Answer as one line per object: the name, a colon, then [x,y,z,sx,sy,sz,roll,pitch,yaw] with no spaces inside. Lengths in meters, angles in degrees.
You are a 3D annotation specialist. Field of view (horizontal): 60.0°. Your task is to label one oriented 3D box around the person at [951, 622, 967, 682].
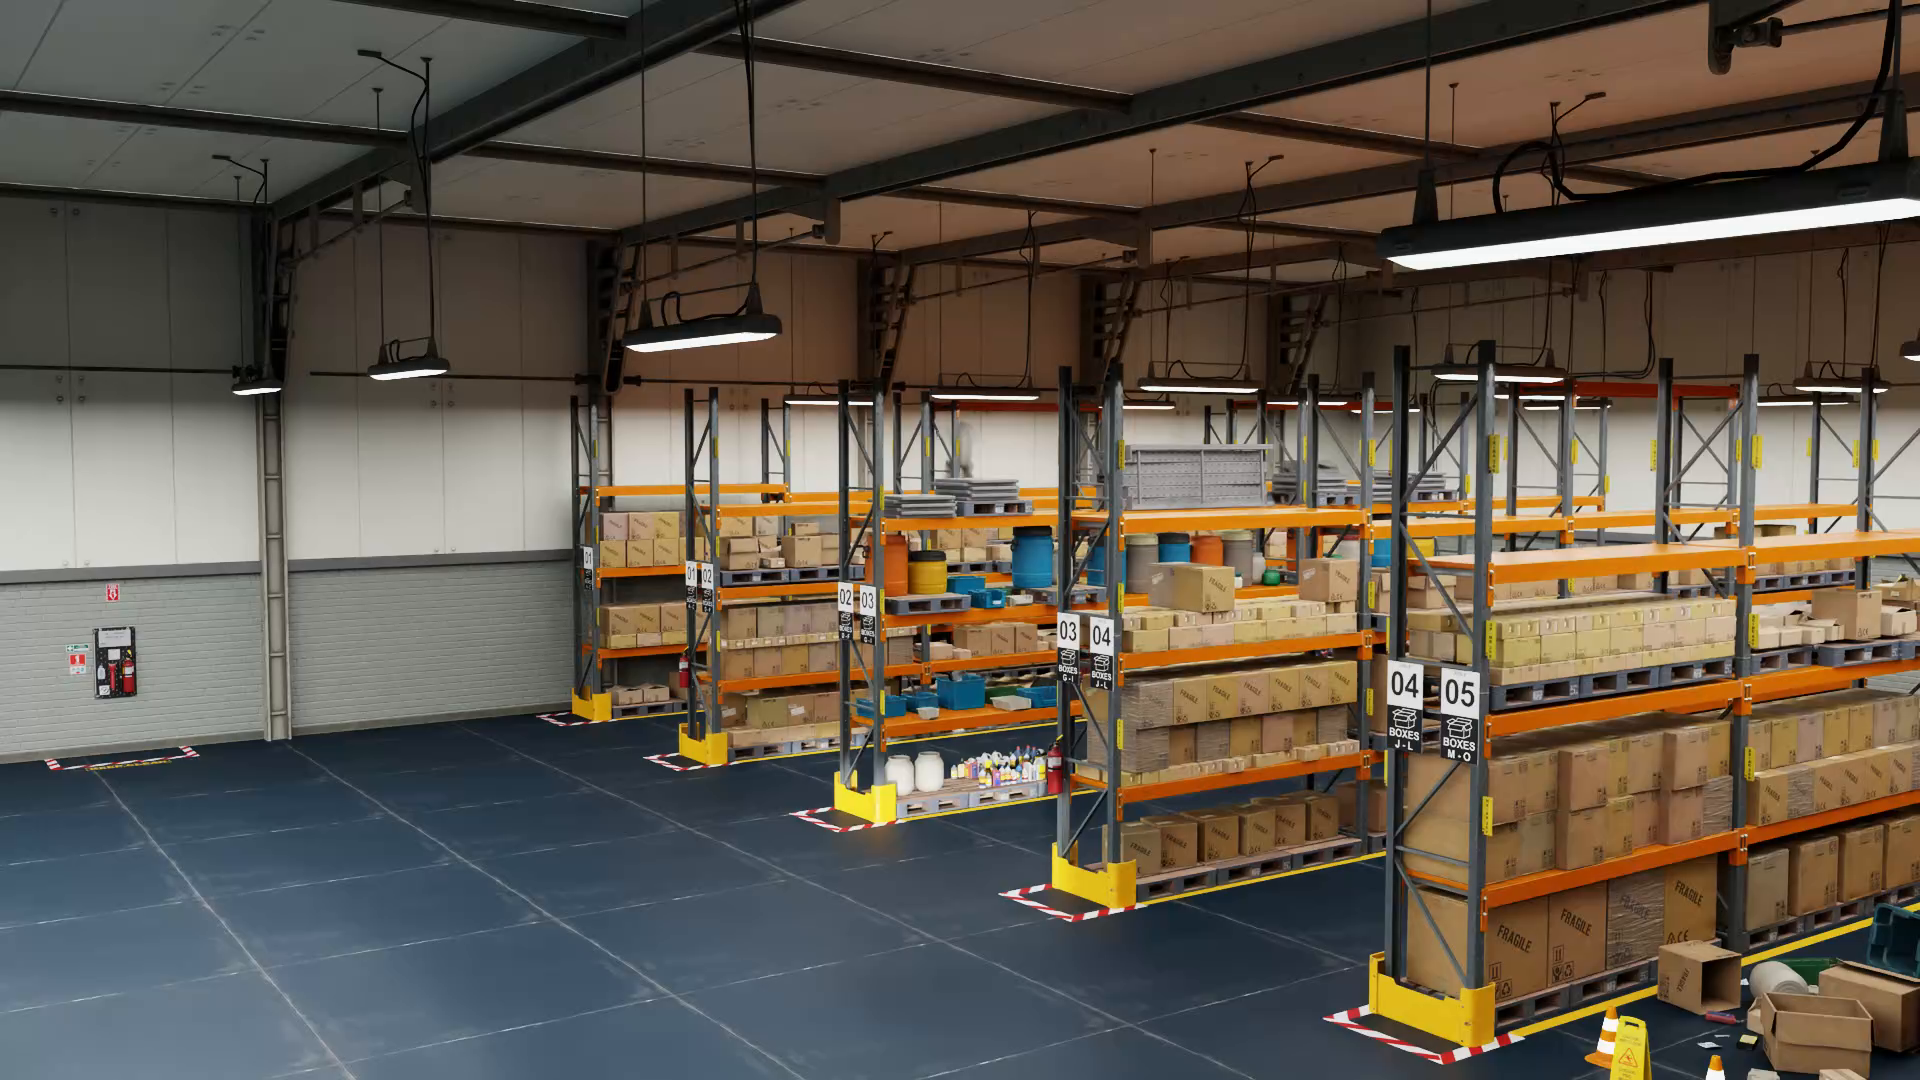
person: [0.028,2.305,33.149,0.766,1.774,0.898,-2,4,-31]
